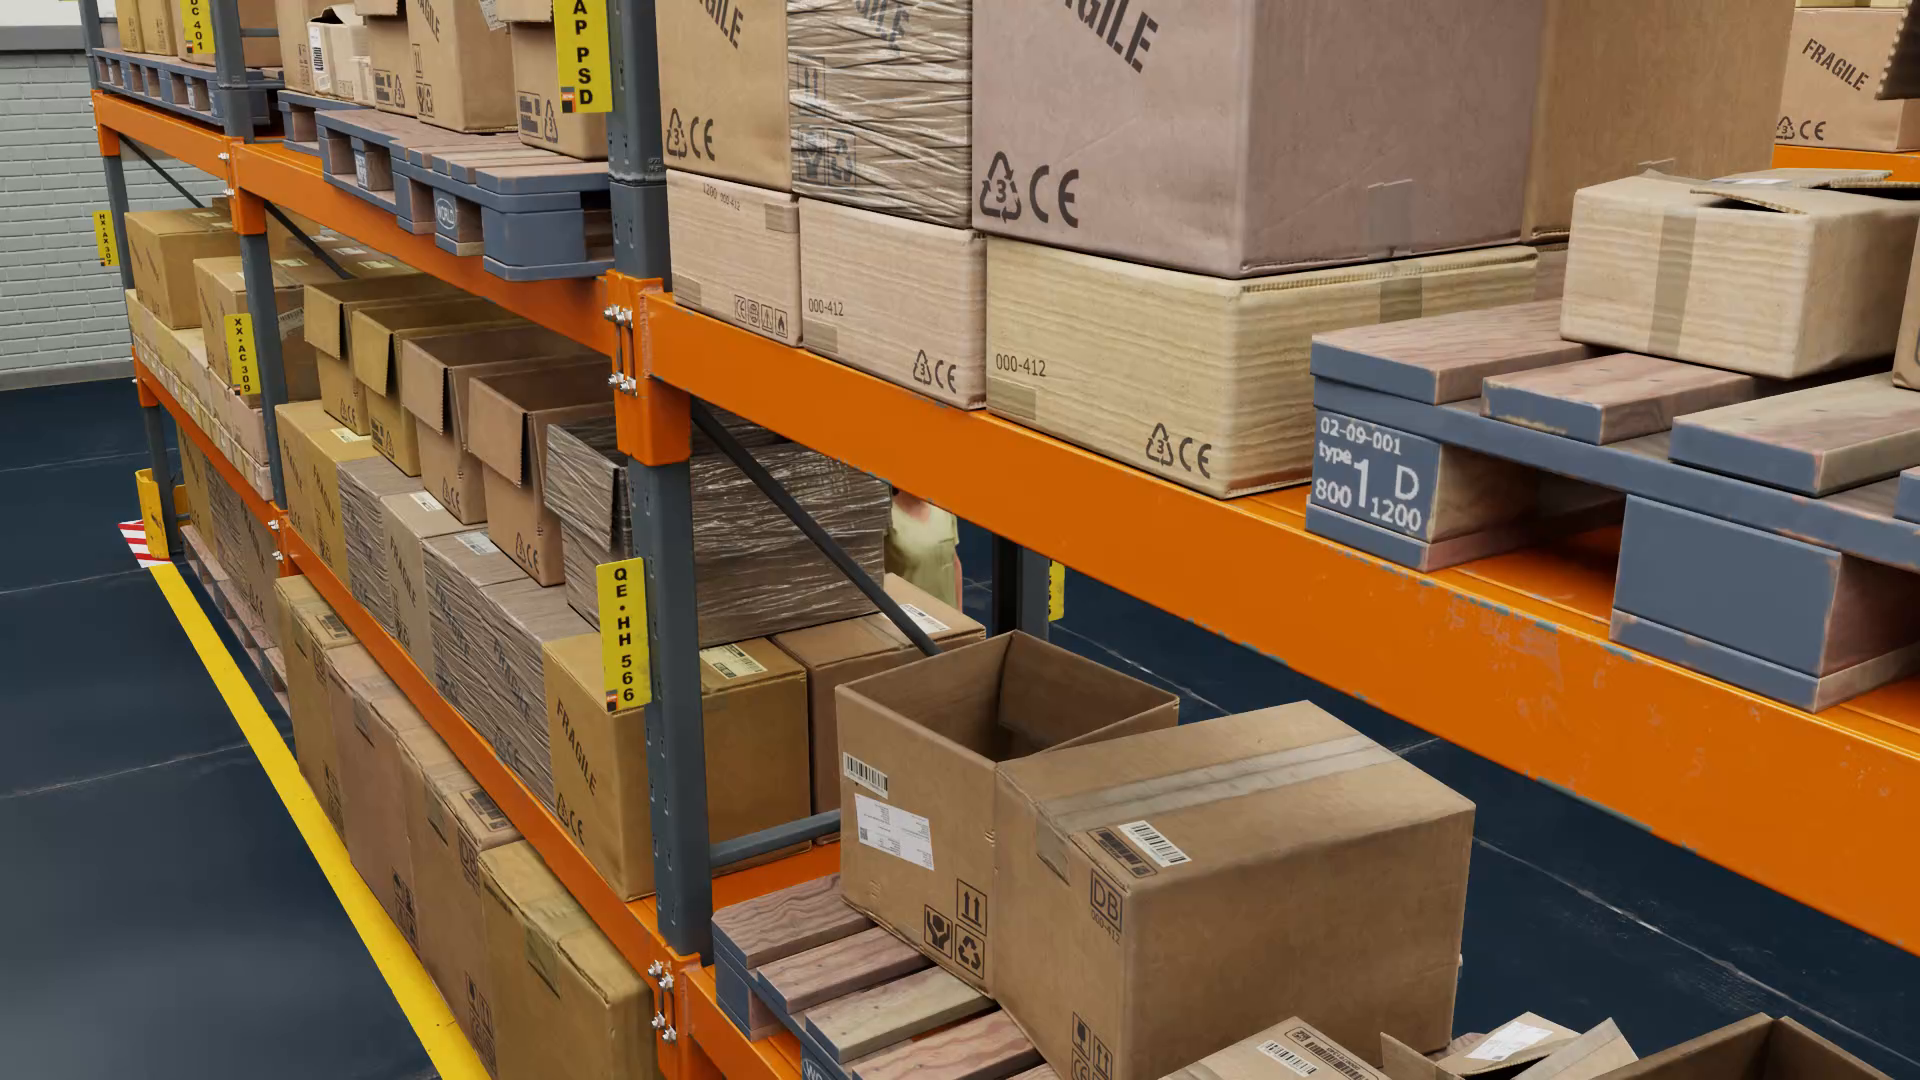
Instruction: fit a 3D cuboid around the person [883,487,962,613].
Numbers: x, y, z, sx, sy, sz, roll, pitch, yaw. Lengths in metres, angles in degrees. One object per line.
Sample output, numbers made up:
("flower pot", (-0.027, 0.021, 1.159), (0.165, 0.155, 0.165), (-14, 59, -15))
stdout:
("person", (-0.170, 0.396, 6.918), (0.451, 1.712, 0.386), (-11, 21, -30))
